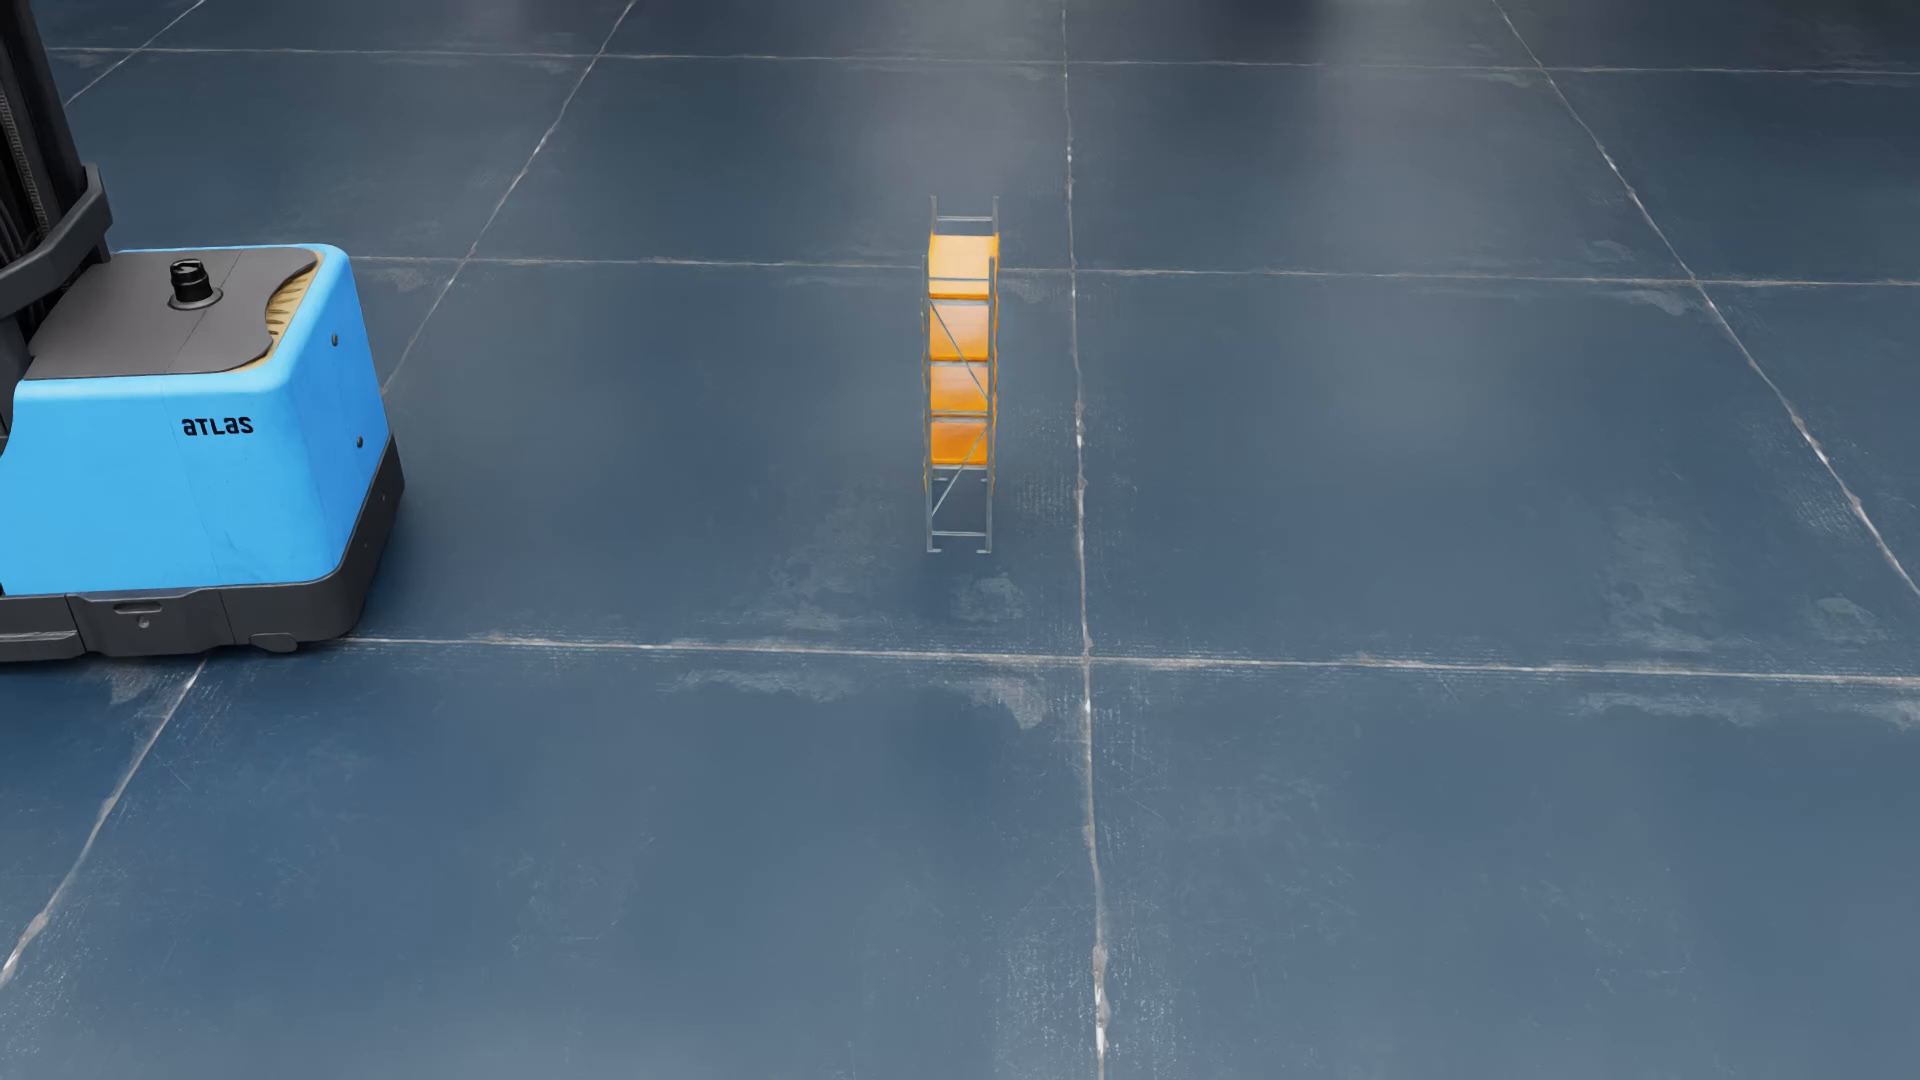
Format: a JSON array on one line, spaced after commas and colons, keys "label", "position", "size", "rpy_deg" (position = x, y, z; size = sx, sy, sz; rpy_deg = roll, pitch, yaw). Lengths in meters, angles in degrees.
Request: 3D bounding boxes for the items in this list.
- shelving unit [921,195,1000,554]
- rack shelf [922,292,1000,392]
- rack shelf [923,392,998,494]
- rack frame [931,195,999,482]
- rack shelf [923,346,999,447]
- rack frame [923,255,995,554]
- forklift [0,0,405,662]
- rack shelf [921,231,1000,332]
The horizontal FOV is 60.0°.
[{"label": "shelving unit", "position": [0.007, -0.586, 6.040], "size": [0.258, 1.200, 0.503], "rpy_deg": [1, 35, 2]}, {"label": "rack shelf", "position": [0.007, -0.714, 5.950], "size": [0.258, 0.148, 0.480], "rpy_deg": [1, 35, 2]}, {"label": "rack shelf", "position": [0.007, -0.368, 6.193], "size": [0.258, 0.148, 0.480], "rpy_deg": [1, 35, 2]}, {"label": "rack frame", "position": [0.016, -0.726, 6.240], "size": [0.240, 1.200, 0.015], "rpy_deg": [1, 35, 2]}, {"label": "rack shelf", "position": [0.007, -0.531, 6.079], "size": [0.258, 0.148, 0.480], "rpy_deg": [1, 35, 2]}, {"label": "rack frame", "position": [-0.003, -0.446, 5.841], "size": [0.240, 1.200, 0.015], "rpy_deg": [1, 35, 2]}, {"label": "forklift", "position": [-3.619, -1.035, 5.174], "size": [3.031, 2.935, 1.130], "rpy_deg": [-3, 35, -4]}, {"label": "rack shelf", "position": [0.007, -0.907, 5.814], "size": [0.258, 0.148, 0.480], "rpy_deg": [1, 35, 2]}]
